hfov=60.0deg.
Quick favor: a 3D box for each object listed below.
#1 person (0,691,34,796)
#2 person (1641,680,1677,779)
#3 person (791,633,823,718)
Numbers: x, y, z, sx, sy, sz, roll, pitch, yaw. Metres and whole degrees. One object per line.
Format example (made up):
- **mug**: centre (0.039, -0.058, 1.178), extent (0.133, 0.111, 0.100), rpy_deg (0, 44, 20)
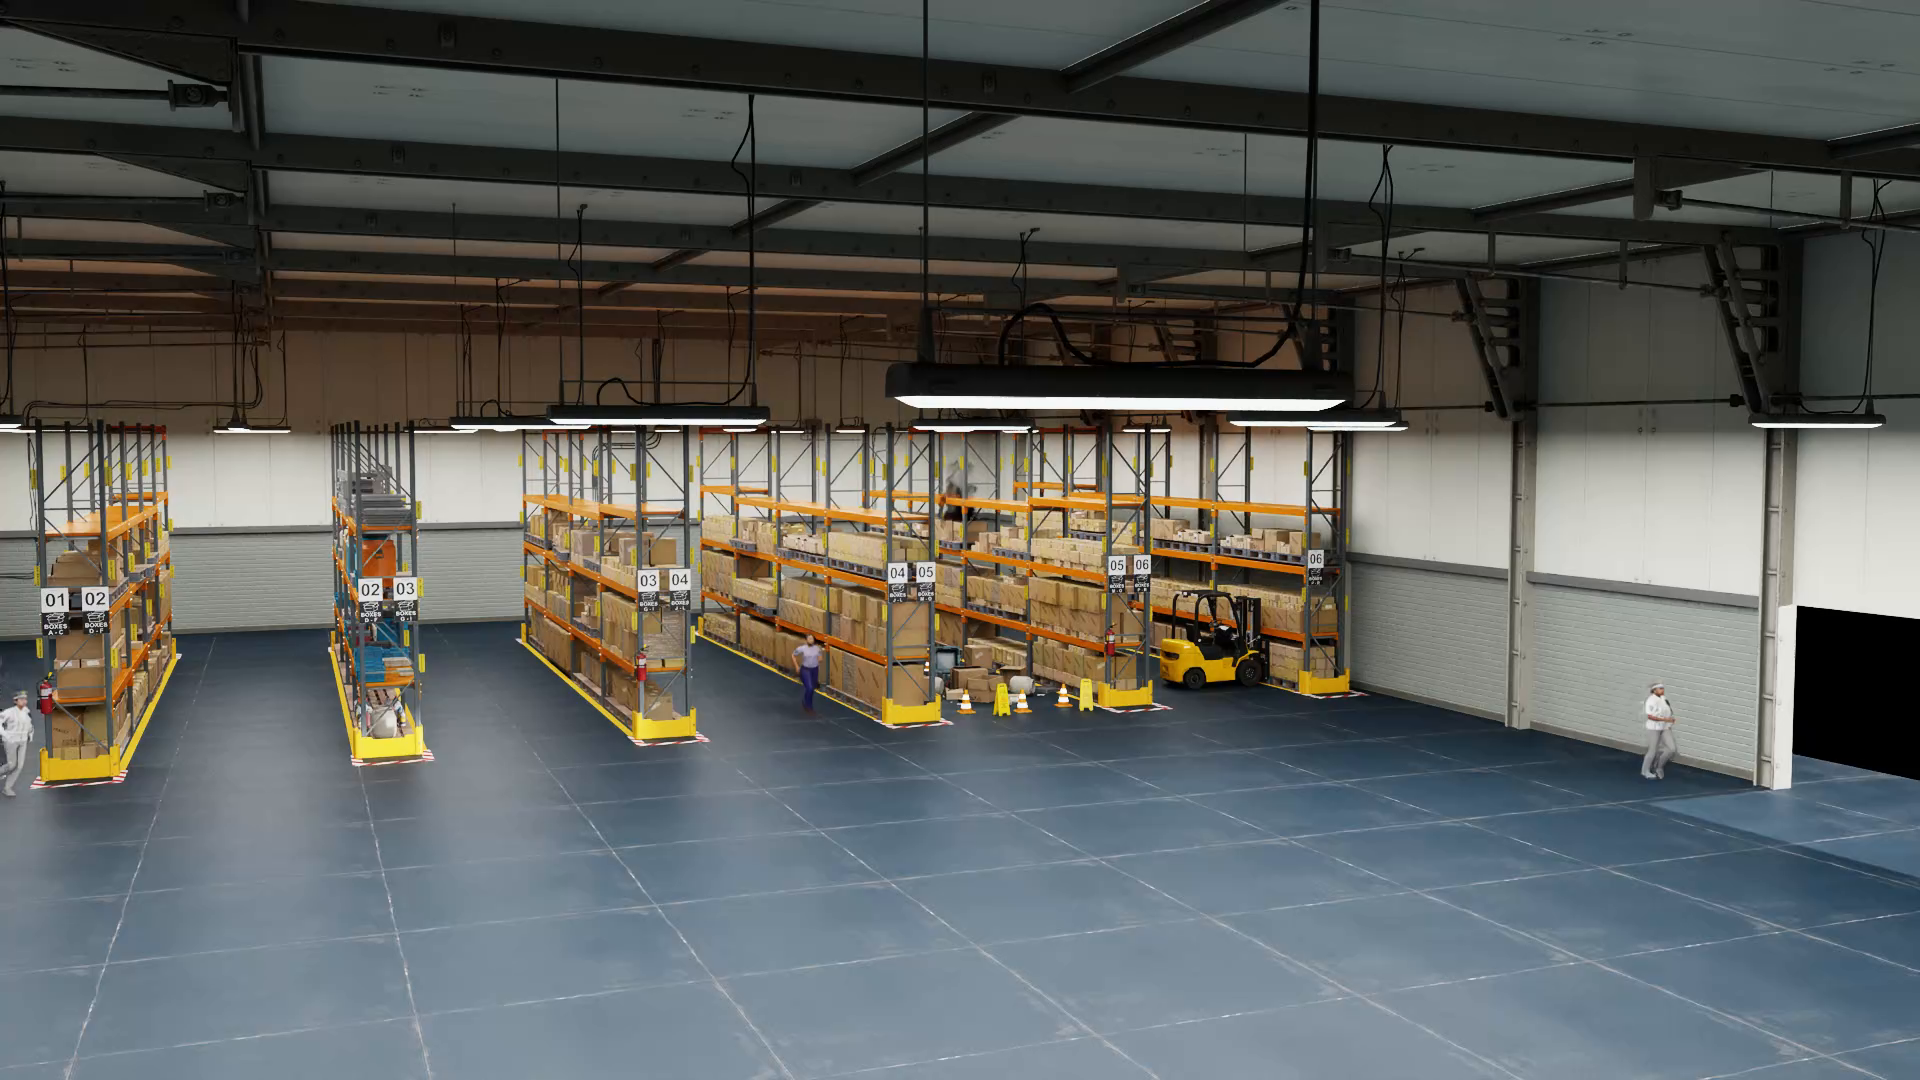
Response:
- **person**: centre (-15.203, 3.244, 26.741), extent (0.547, 1.653, 0.660), rpy_deg (2, 4, 24)
- **person**: centre (11.629, 3.149, 27.612), extent (0.549, 1.671, 0.649), rpy_deg (-2, 4, -24)
- **person**: centre (-3.104, 2.776, 34.145), extent (0.580, 1.697, 0.767), rpy_deg (-3, 5, -38)
